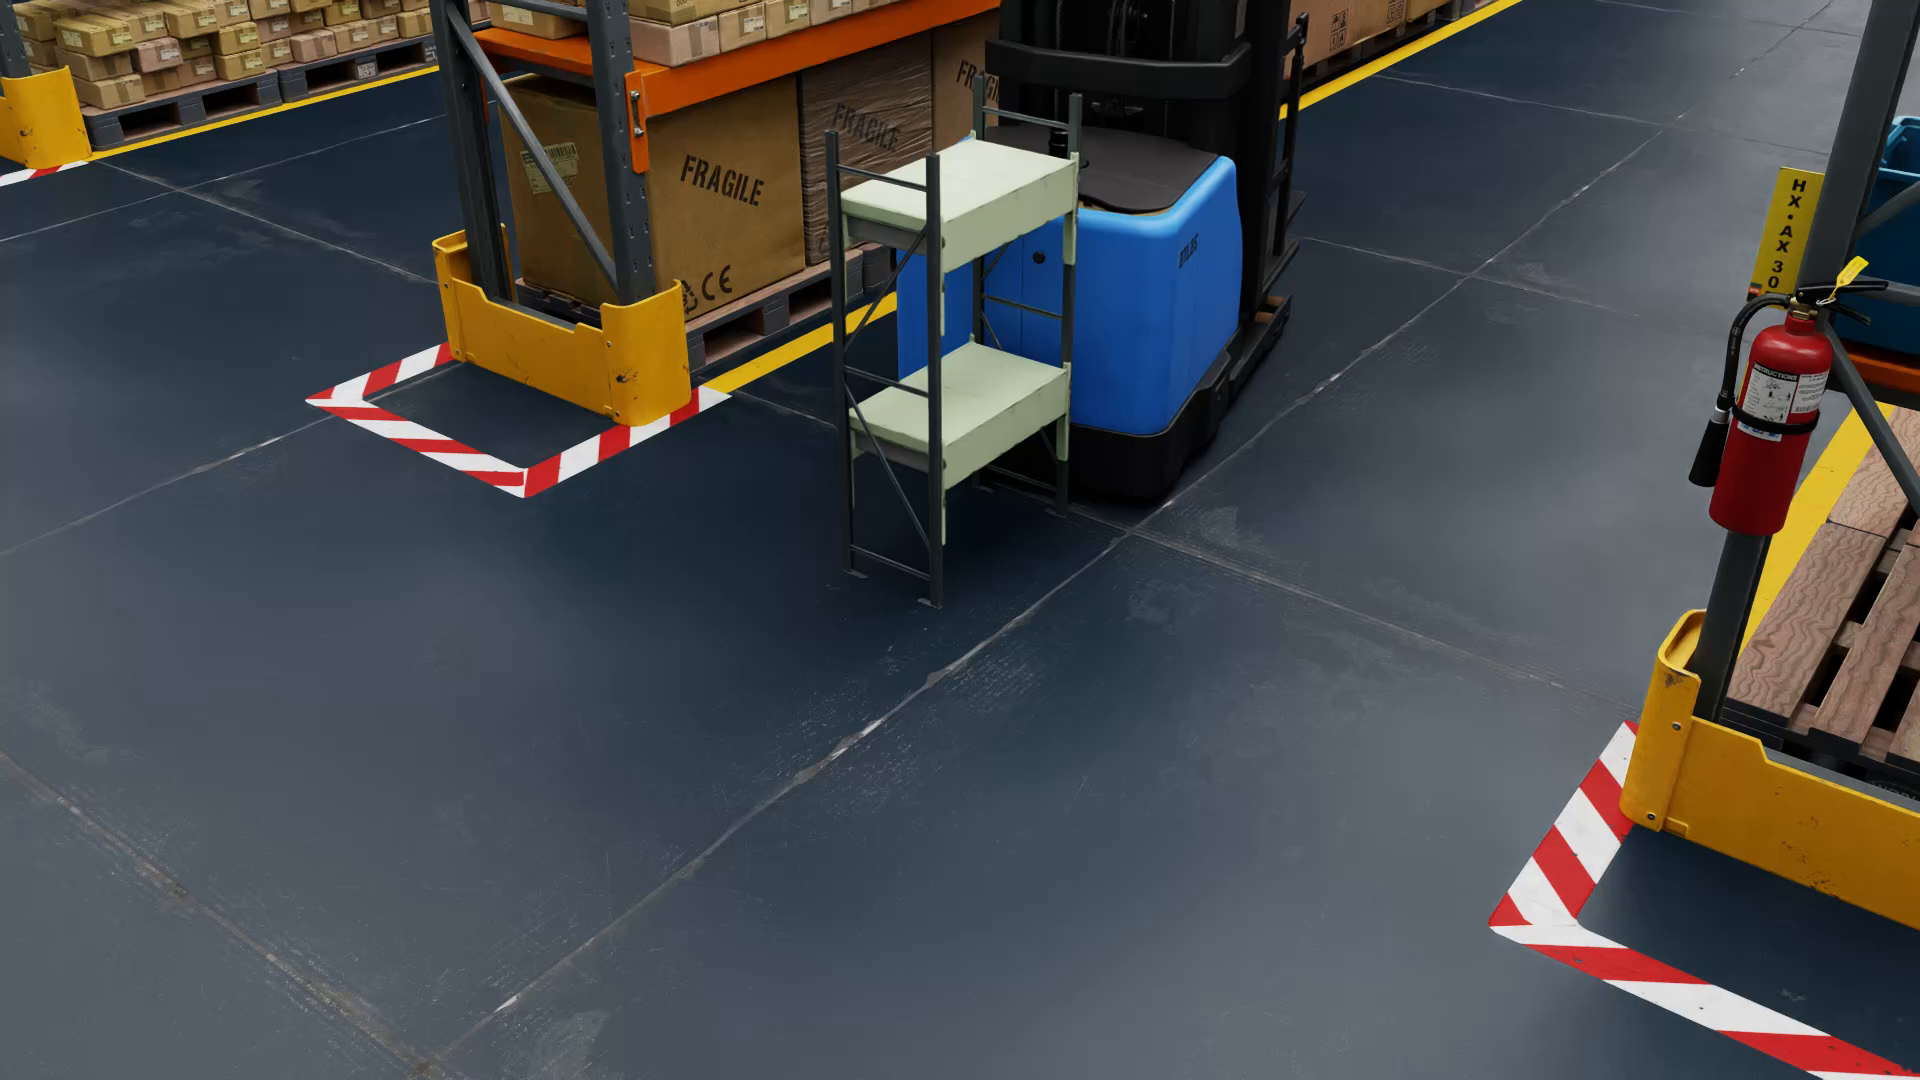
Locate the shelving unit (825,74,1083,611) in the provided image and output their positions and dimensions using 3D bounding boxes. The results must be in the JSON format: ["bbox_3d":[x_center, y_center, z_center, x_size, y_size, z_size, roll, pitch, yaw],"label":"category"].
[{"bbox_3d":[-0.006,-0.630,5.343,0.431,1.500,0.755,21,36,31],"label":"shelving unit"}]

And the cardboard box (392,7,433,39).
[{"bbox_3d":[-3.678,-3.441,10.998,0.380,0.149,0.250,21,37,31],"label":"cardboard box"}]

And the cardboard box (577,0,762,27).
[{"bbox_3d":[-1.105,-2.153,6.297,0.500,0.250,0.500,20,36,30],"label":"cardboard box"}]

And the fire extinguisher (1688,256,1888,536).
[{"bbox_3d":[1.886,-0.338,3.820,0.296,0.674,0.183,21,37,31],"label":"fire extinguisher"}]

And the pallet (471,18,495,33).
[{"bbox_3d":[-3.466,-3.688,11.766,1.003,0.211,1.213,21,37,31],"label":"pallet"}]

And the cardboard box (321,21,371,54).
[{"bbox_3d":[-4.009,-3.247,10.671,0.380,0.149,0.250,21,37,31],"label":"cardboard box"}]

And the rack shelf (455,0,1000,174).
[{"bbox_3d":[-0.403,-2.481,7.700,1.077,0.370,4.000,21,37,31],"label":"rack shelf"}]

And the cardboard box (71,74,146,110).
[{"bbox_3d":[-4.932,-2.614,9.603,0.380,0.149,0.250,22,37,32],"label":"cardboard box"}]

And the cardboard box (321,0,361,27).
[{"bbox_3d":[-4.067,-3.420,10.671,0.380,0.149,0.250,23,38,33],"label":"cardboard box"}]

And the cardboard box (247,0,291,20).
[{"bbox_3d":[-4.333,-3.312,10.197,0.380,0.149,0.250,23,37,33],"label":"cardboard box"}]

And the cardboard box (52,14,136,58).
[{"bbox_3d":[-4.916,-2.864,9.441,0.380,0.149,0.250,19,36,29],"label":"cardboard box"}]

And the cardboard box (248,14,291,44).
[{"bbox_3d":[-4.369,-3.190,10.283,0.380,0.149,0.250,19,36,29],"label":"cardboard box"}]

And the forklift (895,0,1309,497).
[{"bbox_3d":[0.802,-2.147,6.498,1.130,2.935,3.031,12,33,20],"label":"forklift"}]

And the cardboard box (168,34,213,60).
[{"bbox_3d":[-4.695,-2.982,9.933,0.380,0.149,0.250,22,37,32],"label":"cardboard box"}]

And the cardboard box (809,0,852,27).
[{"bbox_3d":[-0.668,-2.228,6.813,0.380,0.149,0.250,20,36,31],"label":"cardboard box"}]

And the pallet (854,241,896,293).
[{"bbox_3d":[-0.453,-1.621,8.278,1.003,0.211,1.213,21,37,31],"label":"pallet"}]

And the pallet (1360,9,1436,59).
[{"bbox_3d":[2.683,-3.733,11.841,1.003,0.211,1.213,21,37,31],"label":"pallet"}]

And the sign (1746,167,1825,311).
[{"bbox_3d":[1.891,-0.686,3.806,0.100,0.325,0.005,21,37,31],"label":"sign"}]

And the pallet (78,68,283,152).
[{"bbox_3d":[-4.939,-2.696,10.092,1.003,0.211,1.213,21,37,31],"label":"pallet"}]

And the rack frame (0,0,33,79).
[{"bbox_3d":[-5.503,-3.545,8.790,1.000,3.000,0.127,21,37,31],"label":"rack frame"}]

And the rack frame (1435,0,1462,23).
[{"bbox_3d":[3.219,-5.230,11.632,1.000,3.000,0.127,21,37,31],"label":"rack frame"}]

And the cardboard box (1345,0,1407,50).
[{"bbox_3d":[2.242,-3.862,10.997,1.225,0.875,0.875,21,37,31],"label":"cardboard box"}]

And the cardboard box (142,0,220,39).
[{"bbox_3d":[-4.591,-3.076,9.799,0.380,0.149,0.250,21,37,31],"label":"cardboard box"}]

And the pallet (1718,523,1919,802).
[{"bbox_3d":[2.868,0.423,4.830,1.003,0.211,1.213,21,37,31],"label":"pallet"}]

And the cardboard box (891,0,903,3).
[{"bbox_3d":[-0.358,-2.436,7.164,0.380,0.149,0.250,21,36,31],"label":"cardboard box"}]

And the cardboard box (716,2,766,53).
[{"bbox_3d":[-0.979,-2.017,6.458,0.380,0.149,0.250,21,36,31],"label":"cardboard box"}]

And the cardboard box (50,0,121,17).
[{"bbox_3d":[-5.188,-3.133,9.896,0.380,0.149,0.250,22,37,32],"label":"cardboard box"}]

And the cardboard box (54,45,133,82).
[{"bbox_3d":[-4.982,-2.762,9.560,0.380,0.149,0.250,23,38,33],"label":"cardboard box"}]

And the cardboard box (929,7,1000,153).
[{"bbox_3d":[-0.201,-2.261,8.295,0.875,0.875,0.875,21,37,31],"label":"cardboard box"}]

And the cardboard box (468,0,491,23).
[{"bbox_3d":[-3.385,-3.654,11.358,0.380,0.149,0.250,20,36,30],"label":"cardboard box"}]

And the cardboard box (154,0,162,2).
[{"bbox_3d":[-4.926,-3.363,10.284,0.380,0.149,0.250,20,36,29],"label":"cardboard box"}]

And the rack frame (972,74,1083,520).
[{"bbox_3d":[0.210,-0.781,5.597,0.400,1.500,0.023,21,36,31],"label":"rack frame"}]

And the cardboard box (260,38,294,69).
[{"bbox_3d":[-4.375,-3.052,10.342,0.380,0.149,0.250,21,37,31],"label":"cardboard box"}]

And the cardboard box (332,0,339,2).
[{"bbox_3d":[-4.062,-3.537,10.576,0.380,0.149,0.250,21,37,31],"label":"cardboard box"}]

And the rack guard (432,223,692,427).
[{"bbox_3d":[-1.624,-0.893,6.766,1.175,0.500,0.348,21,37,31],"label":"rack guard"}]

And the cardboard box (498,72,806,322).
[{"bbox_3d":[-1.287,-1.529,7.060,0.875,0.875,0.875,21,37,31],"label":"cardboard box"}]

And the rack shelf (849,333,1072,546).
[{"bbox_3d":[-0.006,-0.350,5.509,0.431,0.370,0.720,21,36,31],"label":"rack shelf"}]

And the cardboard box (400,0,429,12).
[{"bbox_3d":[-3.694,-3.618,11.005,0.380,0.149,0.250,22,37,32],"label":"cardboard box"}]

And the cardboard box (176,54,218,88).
[{"bbox_3d":[-4.695,-2.849,9.999,0.380,0.149,0.250,22,37,32],"label":"cardboard box"}]
